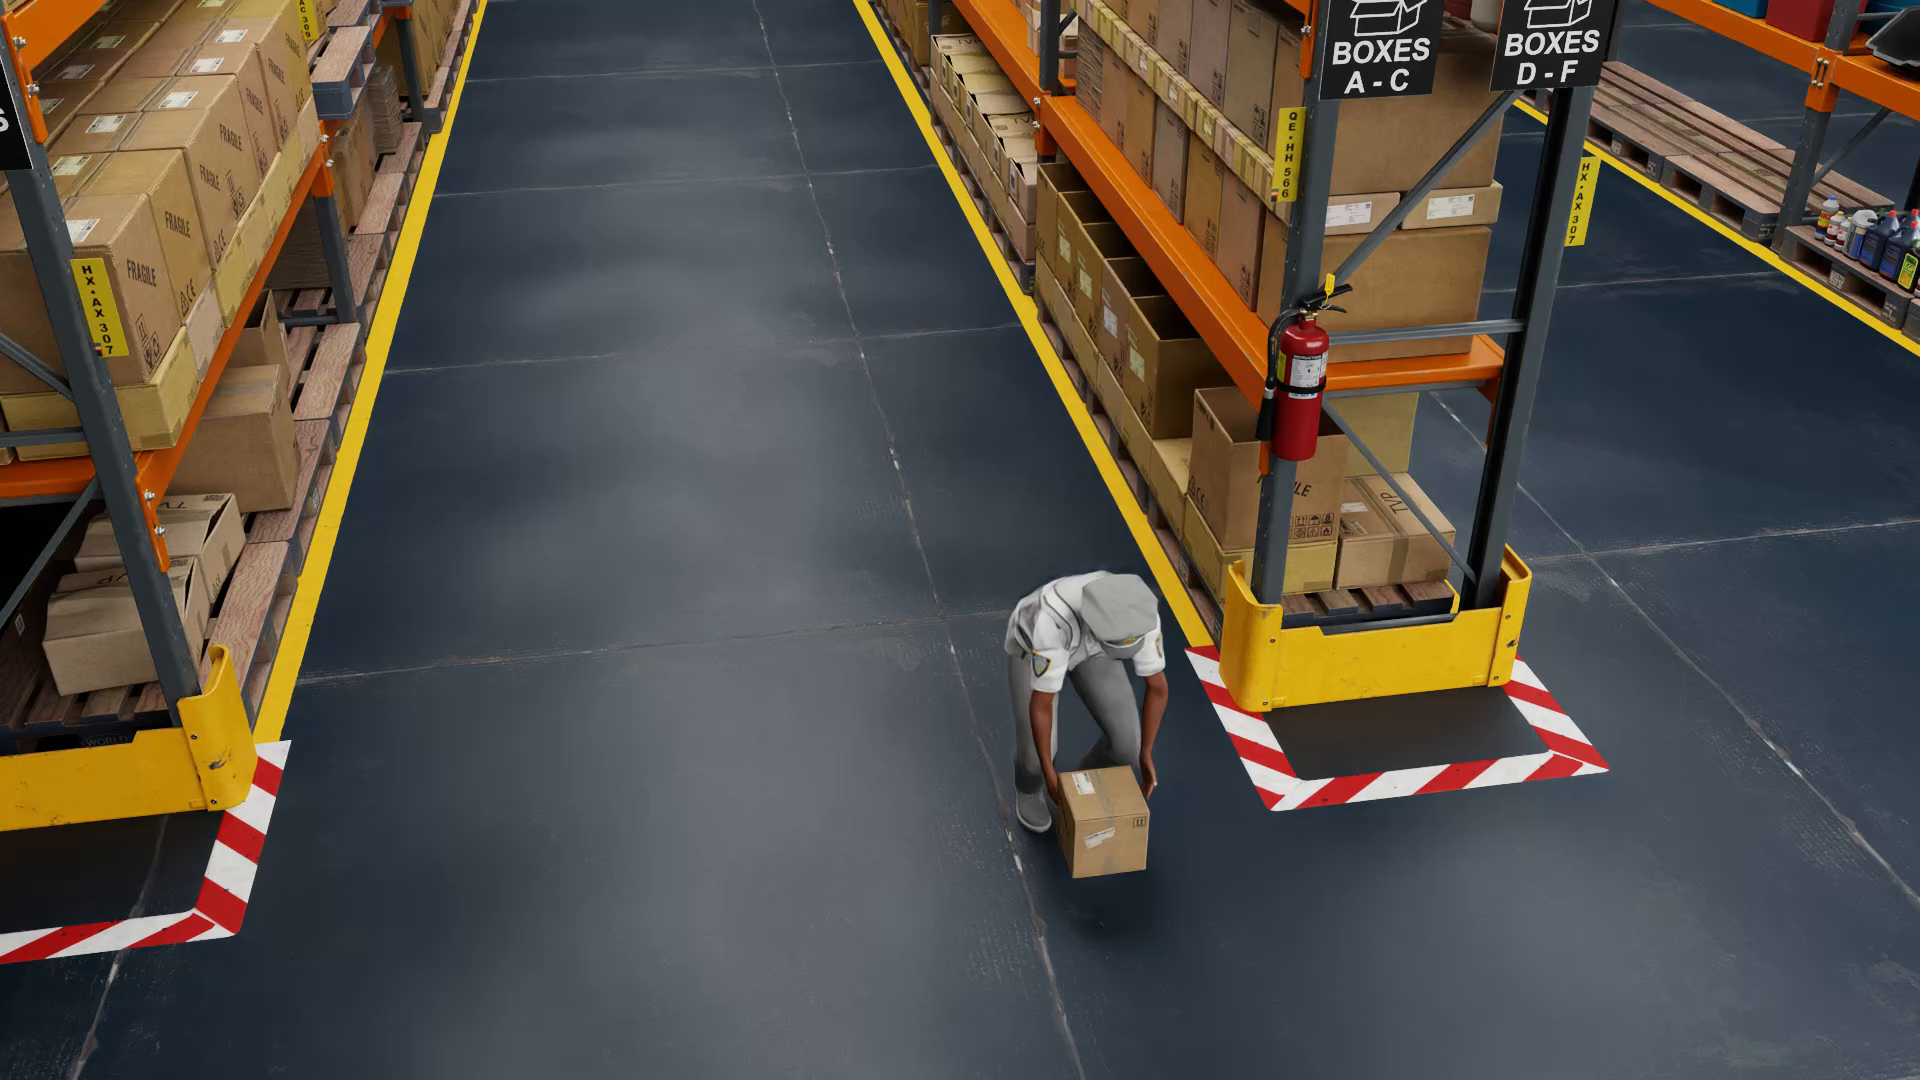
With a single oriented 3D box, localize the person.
[{"bbox_3d":[0.436,0.523,5.754,0.500,1.160,0.805,-5,31,-9],"label":"person"}]
